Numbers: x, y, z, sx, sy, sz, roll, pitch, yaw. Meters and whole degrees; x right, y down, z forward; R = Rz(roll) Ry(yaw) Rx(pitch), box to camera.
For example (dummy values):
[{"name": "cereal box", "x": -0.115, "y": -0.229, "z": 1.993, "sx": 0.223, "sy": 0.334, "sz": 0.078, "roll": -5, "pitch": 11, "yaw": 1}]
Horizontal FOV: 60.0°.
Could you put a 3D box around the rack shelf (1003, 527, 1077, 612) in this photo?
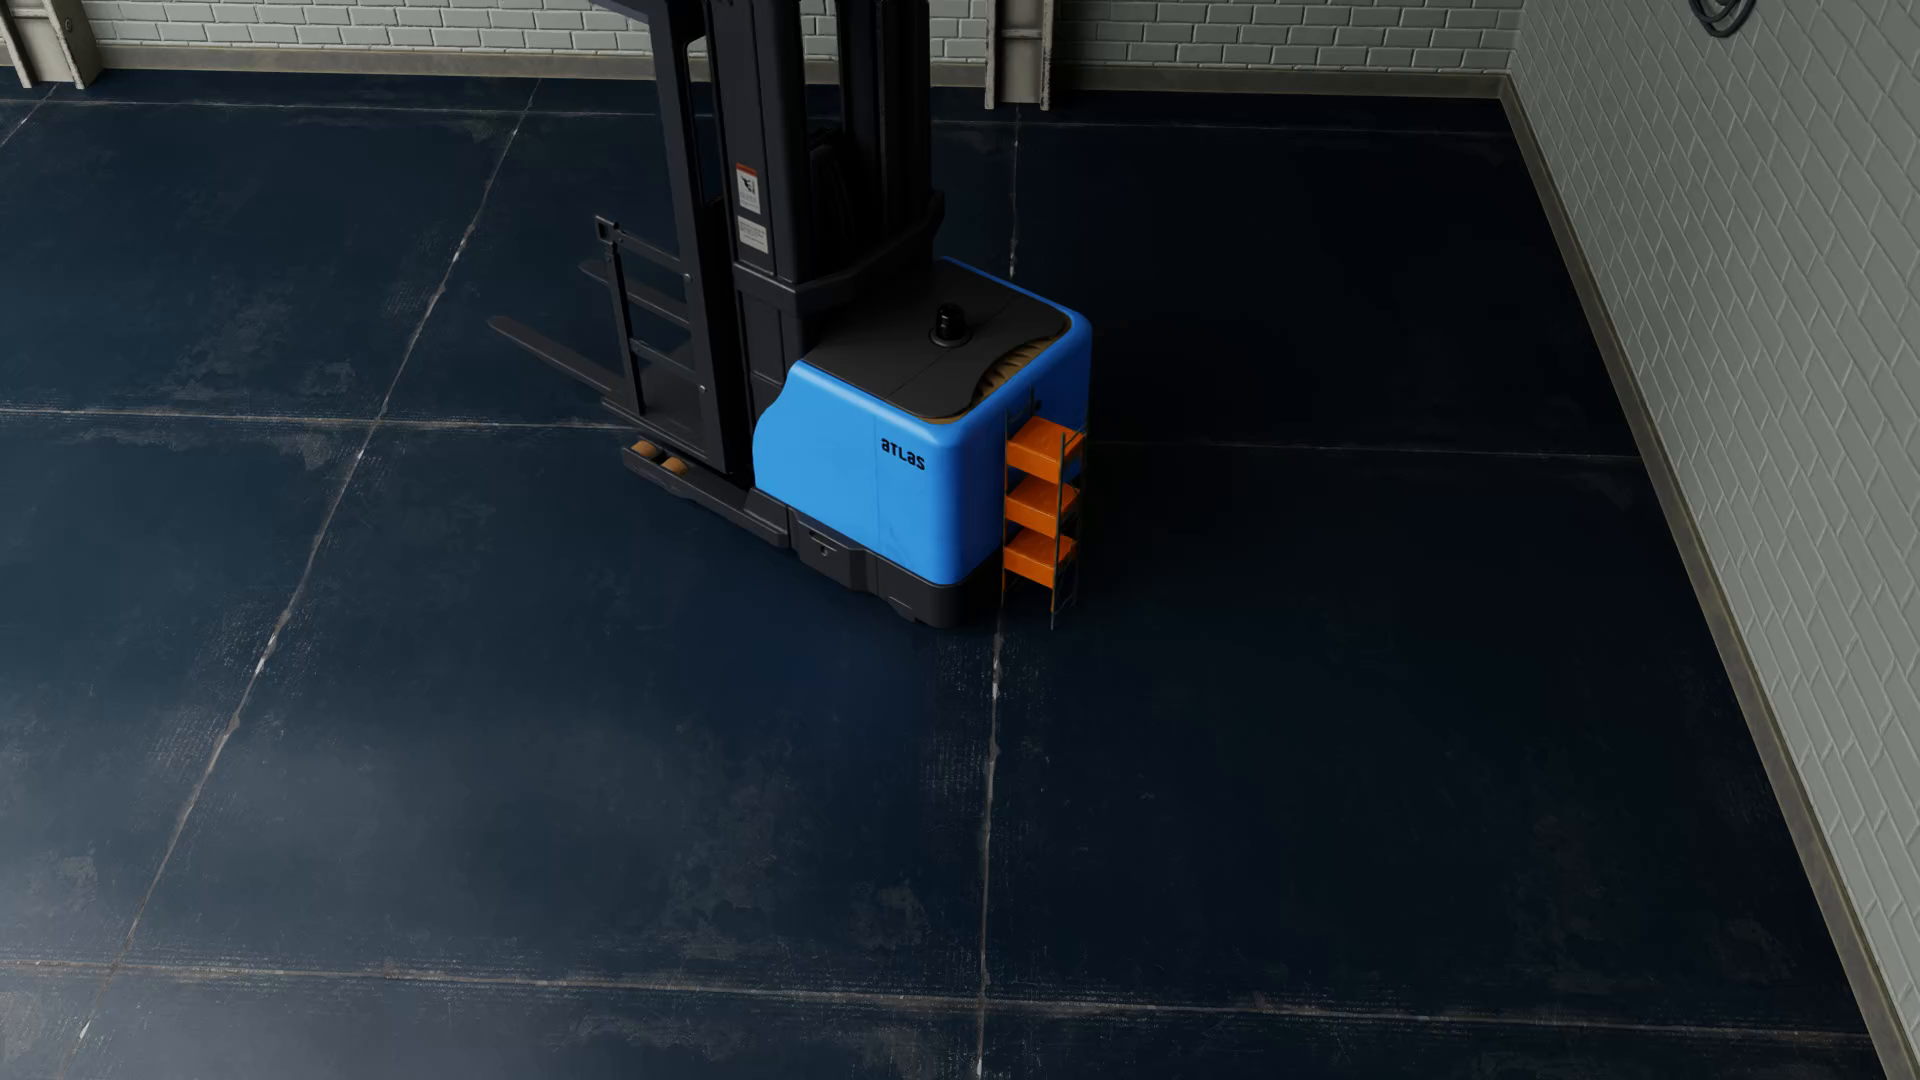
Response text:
[{"name": "rack shelf", "x": 0.334, "y": 0.100, "z": 6.881, "sx": 0.240, "sy": 0.259, "sz": 0.215, "roll": 24, "pitch": 48, "yaw": 23}]

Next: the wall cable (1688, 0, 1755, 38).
[{"name": "wall cable", "x": 3.241, "y": -3.900, "z": 7.198, "sx": 0.112, "sy": 2.526, "sz": 3.097, "roll": 2, "pitch": 43, "yaw": 2}]

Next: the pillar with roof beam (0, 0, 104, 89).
[{"name": "pillar with roof beam", "x": -5.830, "y": -3.280, "z": 4.254, "sx": 0.400, "sy": 9.000, "sz": 9.100, "roll": 2, "pitch": 43, "yaw": 2}]

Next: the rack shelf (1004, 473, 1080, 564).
[{"name": "rack shelf", "x": 0.334, "y": -0.103, "z": 6.691, "sx": 0.240, "sy": 0.259, "sz": 0.215, "roll": 24, "pitch": 48, "yaw": 23}]

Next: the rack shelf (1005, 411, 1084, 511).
[{"name": "rack shelf", "x": 0.334, "y": -0.310, "z": 6.498, "sx": 0.240, "sy": 0.259, "sz": 0.215, "roll": 24, "pitch": 48, "yaw": 23}]

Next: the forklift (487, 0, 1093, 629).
[{"name": "forklift", "x": -0.922, "y": -1.537, "z": 6.836, "sx": 3.031, "sy": 2.935, "sz": 1.130, "roll": 28, "pitch": 50, "yaw": 26}]

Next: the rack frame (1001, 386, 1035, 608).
[{"name": "rack frame", "x": 0.232, "y": -0.156, "z": 6.732, "sx": 0.008, "sy": 1.050, "sz": 0.200, "roll": 24, "pitch": 48, "yaw": 23}]

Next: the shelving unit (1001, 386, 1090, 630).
[{"name": "shelving unit", "x": 0.334, "y": -0.111, "z": 6.684, "sx": 0.252, "sy": 1.050, "sz": 0.215, "roll": 24, "pitch": 48, "yaw": 23}]

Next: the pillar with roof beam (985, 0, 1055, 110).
[{"name": "pillar with roof beam", "x": 0.164, "y": -3.096, "z": 4.057, "sx": 0.400, "sy": 9.000, "sz": 9.100, "roll": 2, "pitch": 43, "yaw": 2}]

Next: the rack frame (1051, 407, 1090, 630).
[{"name": "rack frame", "x": 0.437, "y": -0.066, "z": 6.636, "sx": 0.008, "sy": 1.050, "sz": 0.200, "roll": 24, "pitch": 48, "yaw": 23}]
